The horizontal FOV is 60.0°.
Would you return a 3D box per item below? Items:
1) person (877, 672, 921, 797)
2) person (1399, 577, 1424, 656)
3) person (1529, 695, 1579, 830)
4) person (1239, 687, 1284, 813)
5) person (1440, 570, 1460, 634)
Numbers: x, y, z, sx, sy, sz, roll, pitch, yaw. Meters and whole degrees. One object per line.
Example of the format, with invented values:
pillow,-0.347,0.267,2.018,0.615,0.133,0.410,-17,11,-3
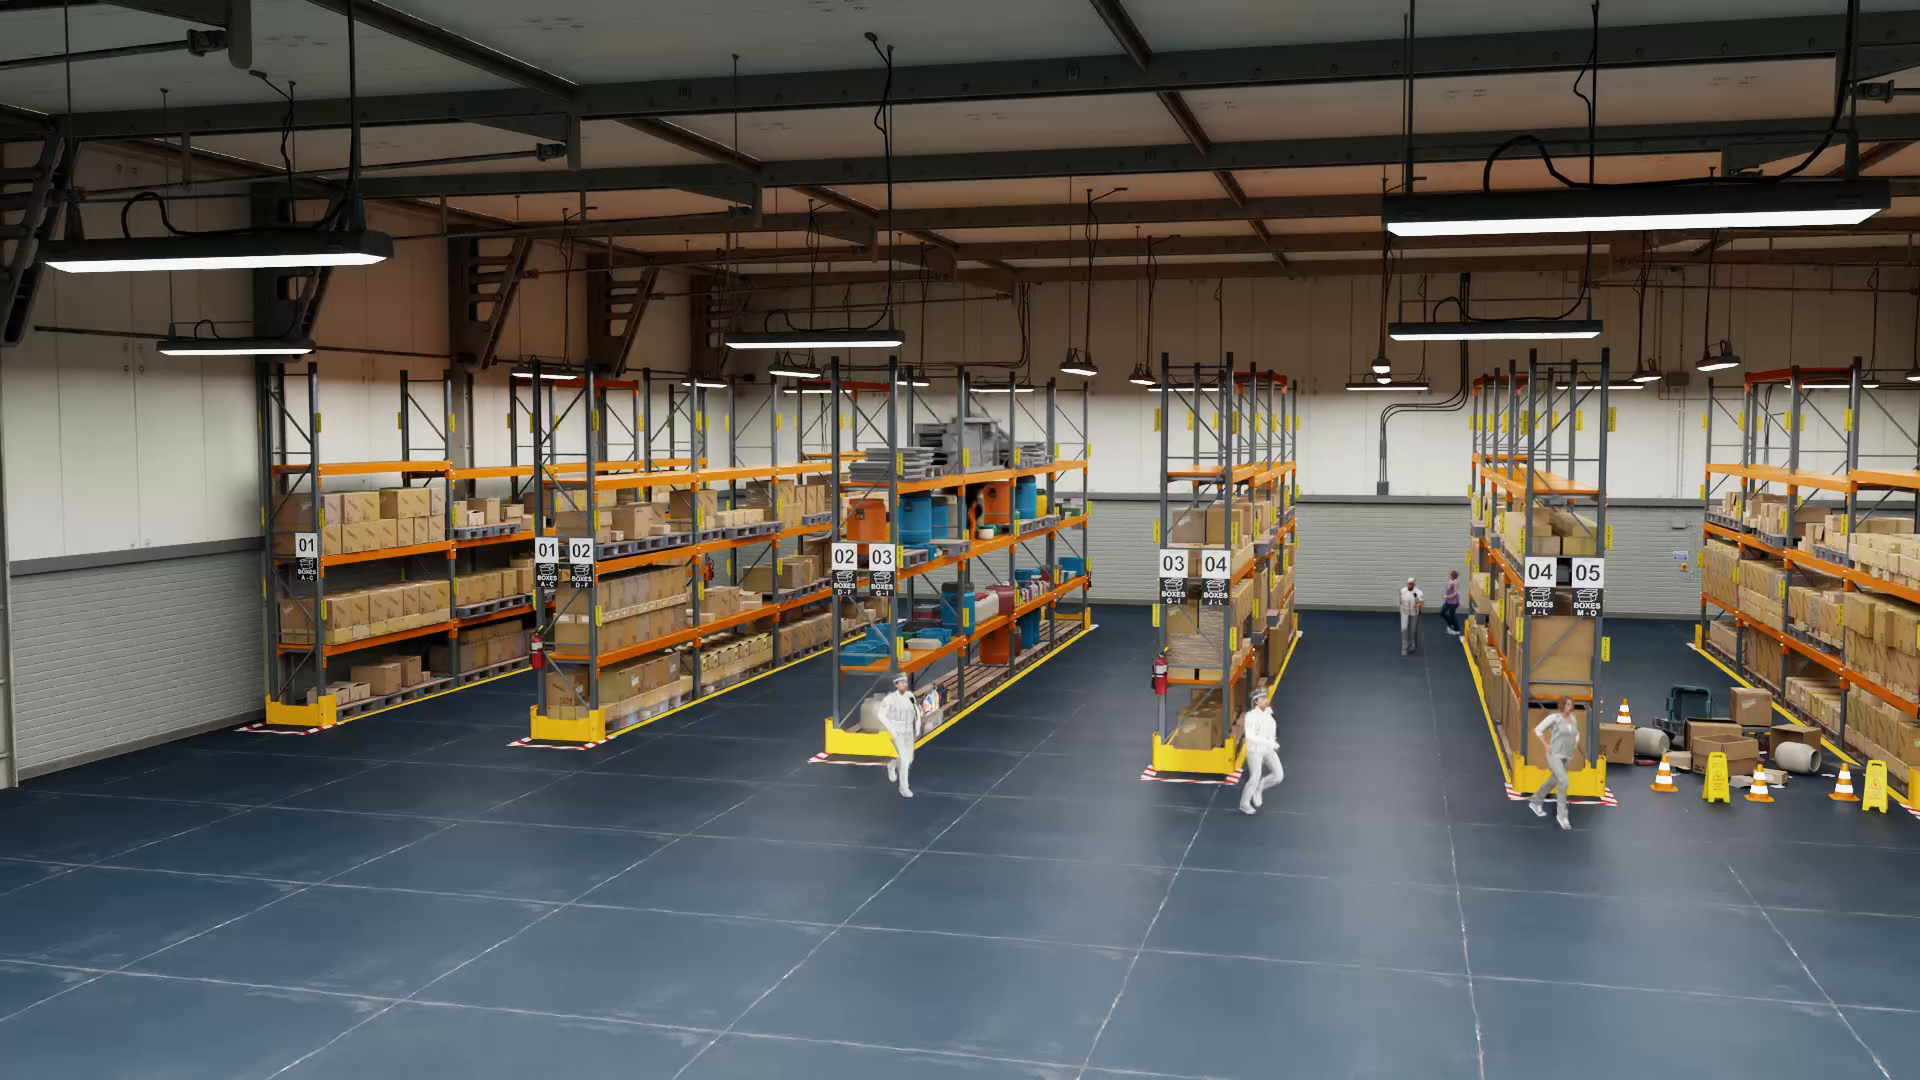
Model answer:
person,-0.832,2.598,22.532,0.642,1.668,0.681,-3,5,-36
person,9.794,1.645,36.098,0.553,1.697,0.859,1,4,18
person,7.483,2.749,20.804,0.567,1.644,0.702,-2,4,-24
person,3.866,2.680,21.168,0.634,1.649,0.703,-2,5,-32
person,11.581,1.467,39.177,0.556,1.544,0.569,0,4,-7
